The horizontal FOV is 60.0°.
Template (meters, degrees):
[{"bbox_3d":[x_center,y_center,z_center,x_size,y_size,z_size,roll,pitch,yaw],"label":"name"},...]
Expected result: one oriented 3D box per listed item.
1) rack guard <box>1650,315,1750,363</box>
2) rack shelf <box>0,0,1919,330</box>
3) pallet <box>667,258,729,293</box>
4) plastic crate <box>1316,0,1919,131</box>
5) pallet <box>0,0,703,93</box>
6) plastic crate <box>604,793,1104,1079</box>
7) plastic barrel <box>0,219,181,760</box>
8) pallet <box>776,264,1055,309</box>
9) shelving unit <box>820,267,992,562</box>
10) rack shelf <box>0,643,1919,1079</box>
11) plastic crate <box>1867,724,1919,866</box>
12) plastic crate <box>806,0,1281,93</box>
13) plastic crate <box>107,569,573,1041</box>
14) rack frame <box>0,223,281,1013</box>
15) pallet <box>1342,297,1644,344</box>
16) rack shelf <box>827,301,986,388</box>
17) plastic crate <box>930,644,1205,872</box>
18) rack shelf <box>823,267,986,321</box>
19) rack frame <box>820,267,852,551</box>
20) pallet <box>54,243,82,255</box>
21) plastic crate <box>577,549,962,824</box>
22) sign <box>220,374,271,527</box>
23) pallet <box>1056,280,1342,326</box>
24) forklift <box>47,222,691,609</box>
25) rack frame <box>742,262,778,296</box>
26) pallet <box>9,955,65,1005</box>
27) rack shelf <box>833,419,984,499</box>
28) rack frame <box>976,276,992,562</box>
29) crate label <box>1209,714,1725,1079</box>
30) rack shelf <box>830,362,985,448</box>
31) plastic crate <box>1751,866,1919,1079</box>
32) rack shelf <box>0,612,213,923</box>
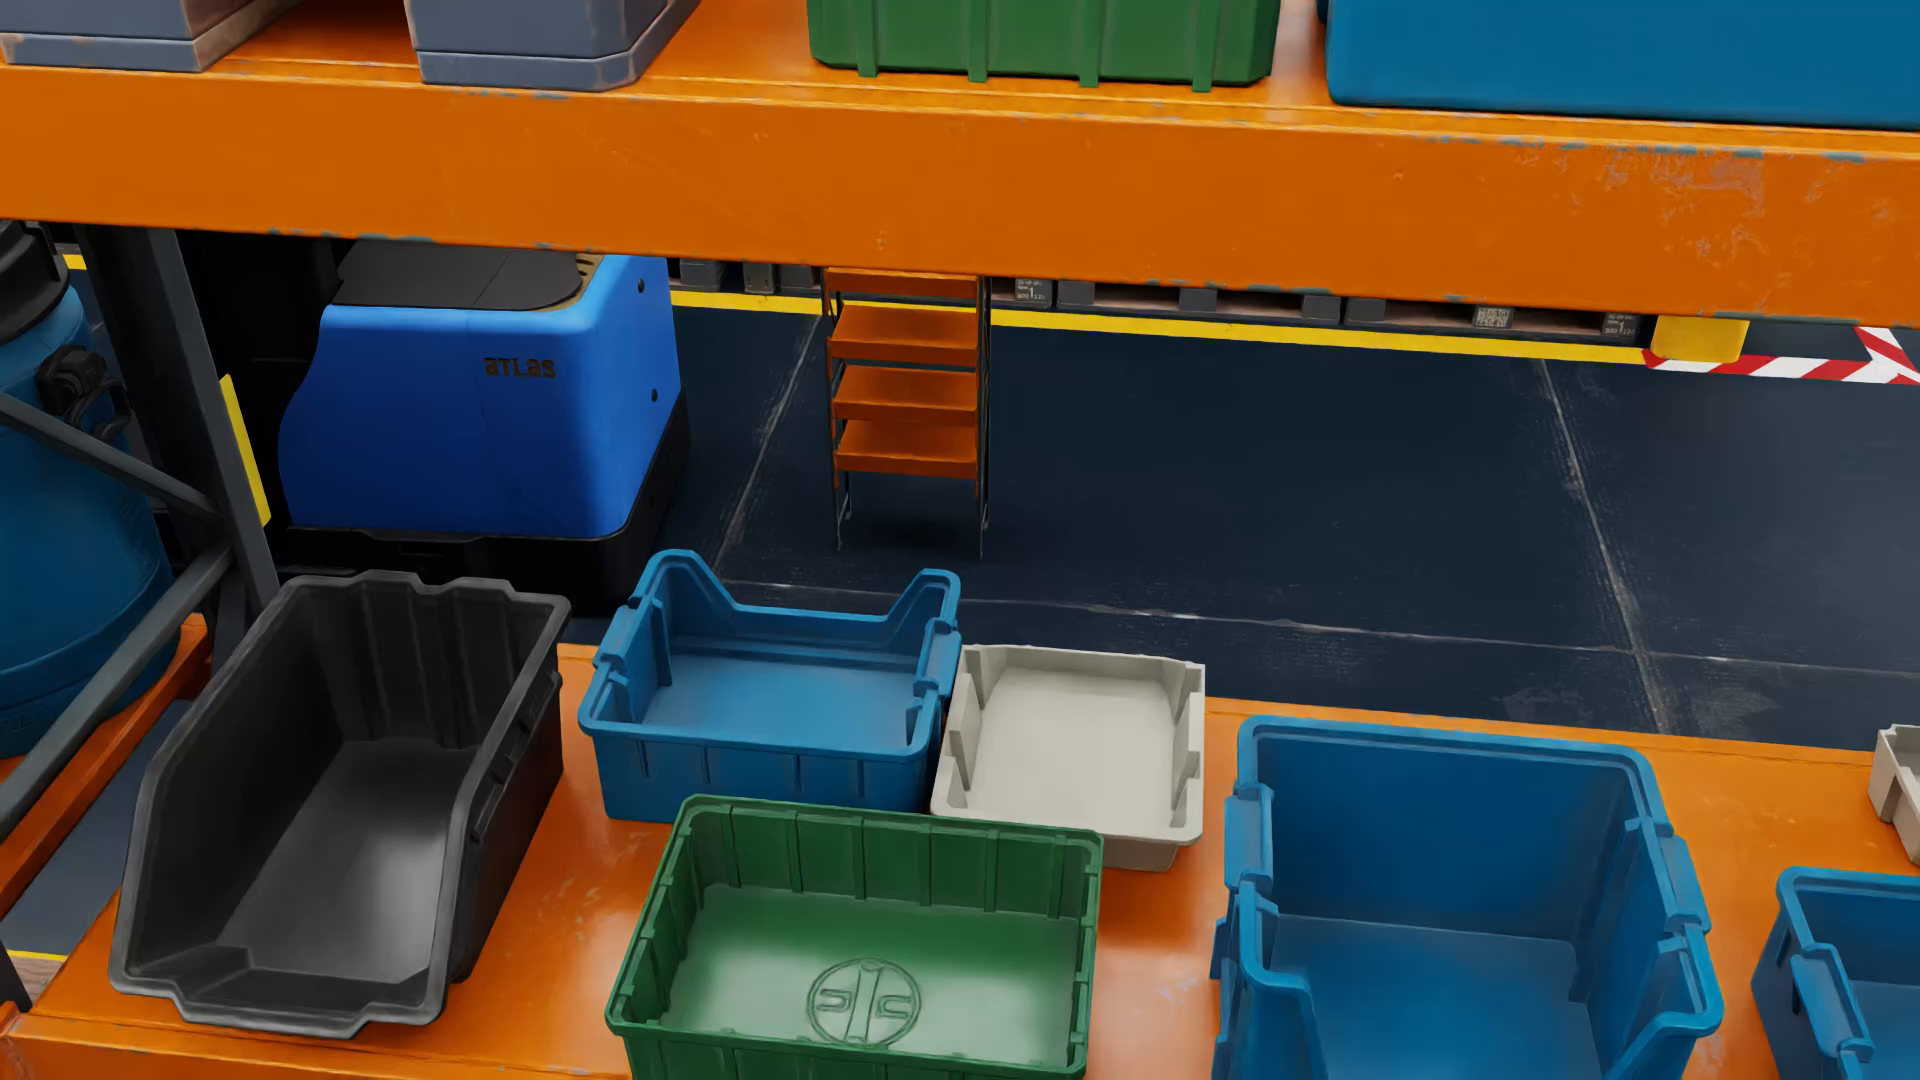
[{"bbox_3d":[3.079,-1.266,7.093,0.348,0.500,1.175,4,36,6],"label":"rack guard"},{"bbox_3d":[0.539,-0.500,1.906,4.000,0.370,1.077,4,36,6],"label":"rack shelf"},{"bbox_3d":[-1.586,-1.496,7.664,1.213,0.211,1.003,4,36,6],"label":"pallet"},{"bbox_3d":[0.593,-0.606,1.449,0.575,0.384,0.392,4,36,6],"label":"plastic crate"},{"bbox_3d":[-0.716,-0.867,1.963,1.003,0.211,1.213,4,36,6],"label":"pallet"},{"bbox_3d":[-0.134,0.629,2.468,0.662,0.188,0.450,4,36,6],"label":"plastic crate"},{"bbox_3d":[-1.789,-0.127,2.914,0.708,0.901,0.600,4,36,6],"label":"plastic barrel"},{"bbox_3d":[-0.143,-1.409,7.543,1.213,0.211,1.003,4,36,6],"label":"pallet"},{"bbox_3d":[-0.164,-0.501,5.419,0.503,1.200,0.258,4,36,6],"label":"shelving unit"},{"bbox_3d":[0.539,0.721,2.777,4.000,0.370,1.077,4,36,6],"label":"rack shelf"},{"bbox_3d":[1.677,0.432,2.790,0.250,0.136,0.298,4,36,6],"label":"plastic crate"},{"bbox_3d":[0.086,-0.581,1.582,0.450,0.188,0.336,4,36,6],"label":"plastic crate"},{"bbox_3d":[-0.941,0.417,2.637,0.504,0.338,0.767,4,36,6],"label":"plastic crate"},{"bbox_3d":[-1.444,0.280,2.775,0.127,3.000,1.000,4,36,6],"label":"rack frame"},{"bbox_3d":[2.277,-1.229,7.290,1.213,0.211,1.003,4,36,6],"label":"pallet"},{"bbox_3d":[-0.164,-0.628,5.328,0.480,0.148,0.258,4,36,6],"label":"rack shelf"},{"bbox_3d":[0.199,0.362,2.888,0.437,0.136,0.530,4,36,6],"label":"plastic crate"},{"bbox_3d":[-0.164,-0.820,5.190,0.480,0.148,0.258,4,36,6],"label":"rack shelf"},{"bbox_3d":[-0.406,-0.519,5.444,0.015,1.200,0.240,4,36,6],"label":"rack frame"},{"bbox_3d":[-4.006,-1.676,7.917,1.213,0.211,1.003,4,36,6],"label":"pallet"},{"bbox_3d":[-0.312,0.266,2.923,0.616,0.251,0.499,4,36,6],"label":"plastic crate"},{"bbox_3d":[-1.363,-0.149,3.138,0.005,0.325,0.100,4,36,6],"label":"sign"},{"bbox_3d":[1.071,-1.321,7.419,1.213,0.211,1.003,4,36,6],"label":"pallet"},{"bbox_3d":[-2.532,-1.302,5.051,3.031,2.935,1.130,2,36,3],"label":"forklift"},{"bbox_3d":[-0.813,-2.574,6.774,0.127,3.000,1.000,4,36,6],"label":"rack frame"},{"bbox_3d":[-2.228,1.379,3.636,1.213,0.211,1.003,4,36,6],"label":"pallet"},{"bbox_3d":[-0.164,-0.284,5.573,0.480,0.148,0.258,4,36,6],"label":"rack shelf"},{"bbox_3d":[0.078,-0.483,5.393,0.015,1.200,0.240,4,36,6],"label":"rack frame"},{"bbox_3d":[0.663,0.581,2.323,0.616,0.435,0.502,4,36,6],"label":"crate label"},{"bbox_3d":[-0.164,-0.446,5.458,0.480,0.148,0.258,4,36,6],"label":"rack shelf"},{"bbox_3d":[1.345,0.721,2.286,0.408,0.251,0.499,4,36,6],"label":"plastic crate"},{"bbox_3d":[-3.428,0.425,3.192,4.000,0.370,1.077,4,36,6],"label":"rack shelf"}]
